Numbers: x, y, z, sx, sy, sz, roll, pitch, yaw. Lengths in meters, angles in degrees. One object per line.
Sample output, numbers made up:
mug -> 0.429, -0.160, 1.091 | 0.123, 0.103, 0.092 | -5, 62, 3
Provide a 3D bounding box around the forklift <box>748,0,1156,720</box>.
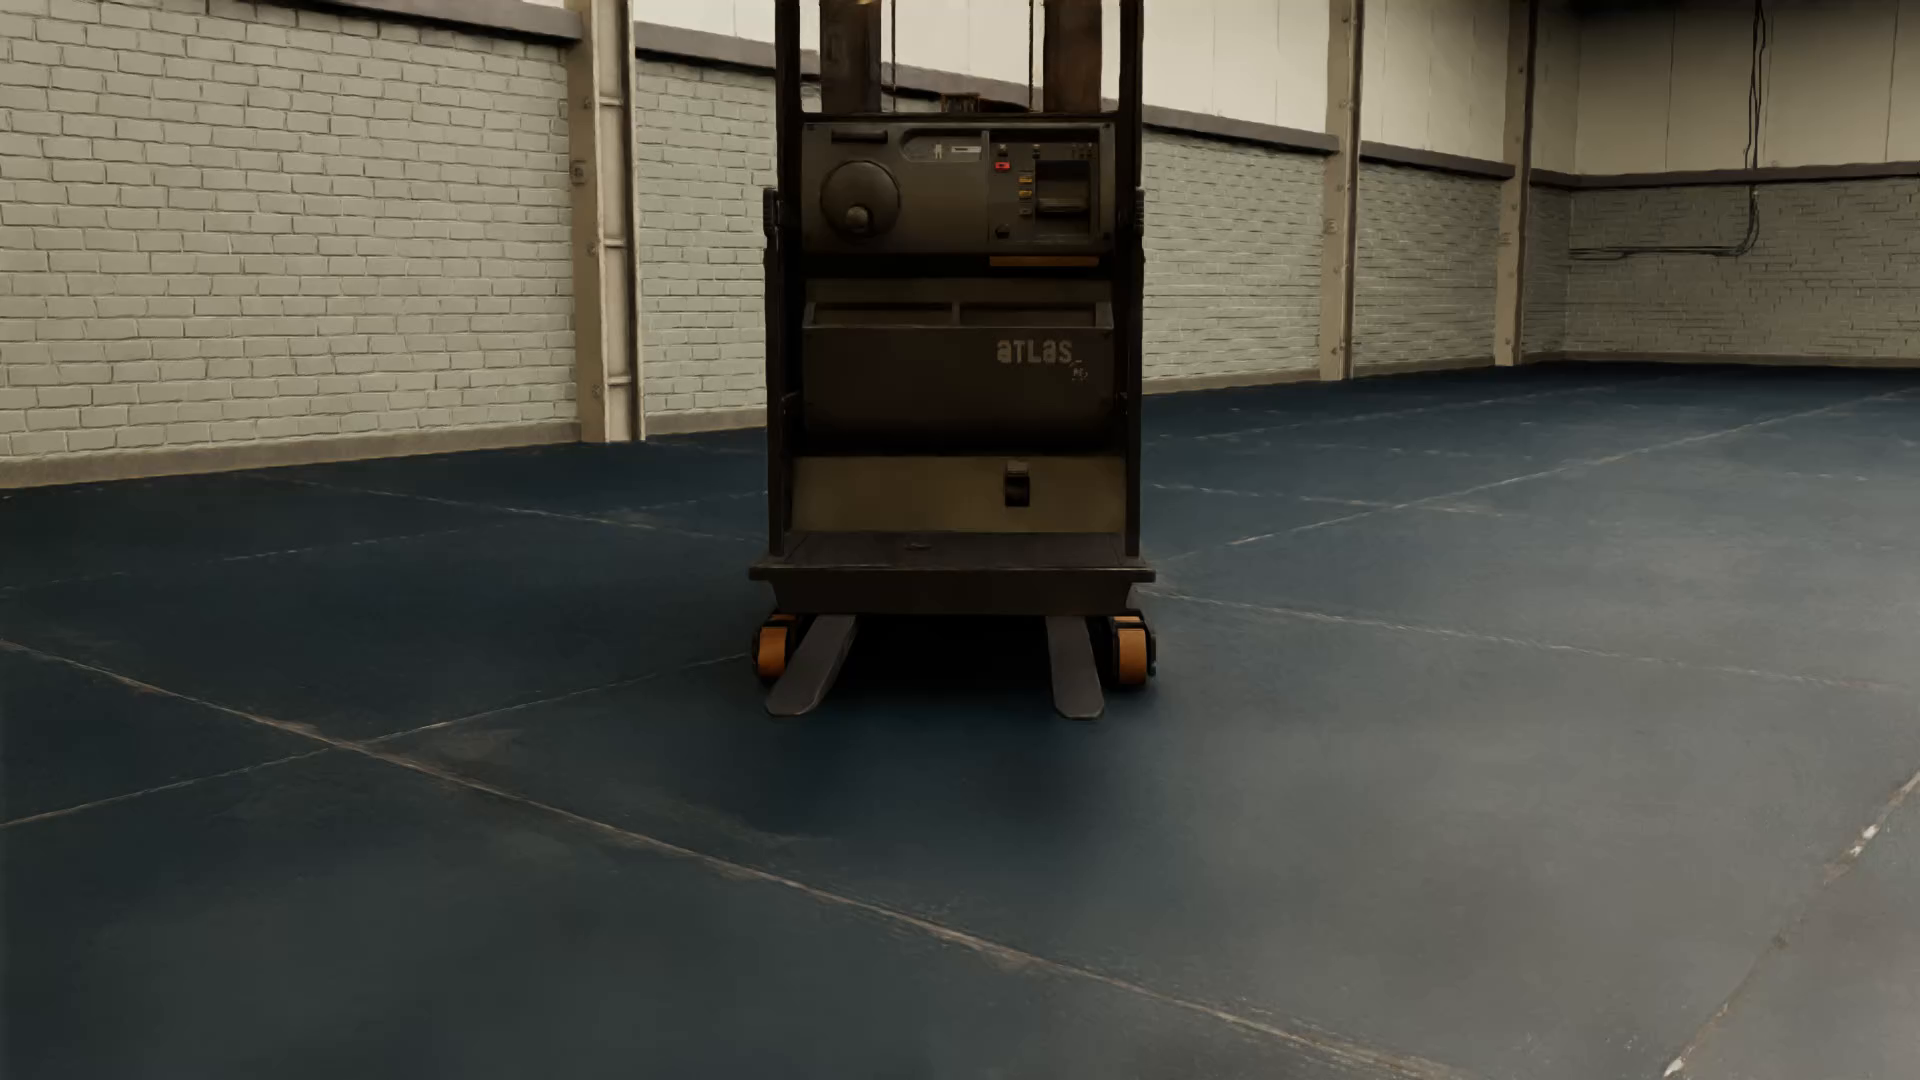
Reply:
forklift -> -0.010, -1.090, 4.729 | 1.130, 2.935, 3.031 | 0, 8, 2
